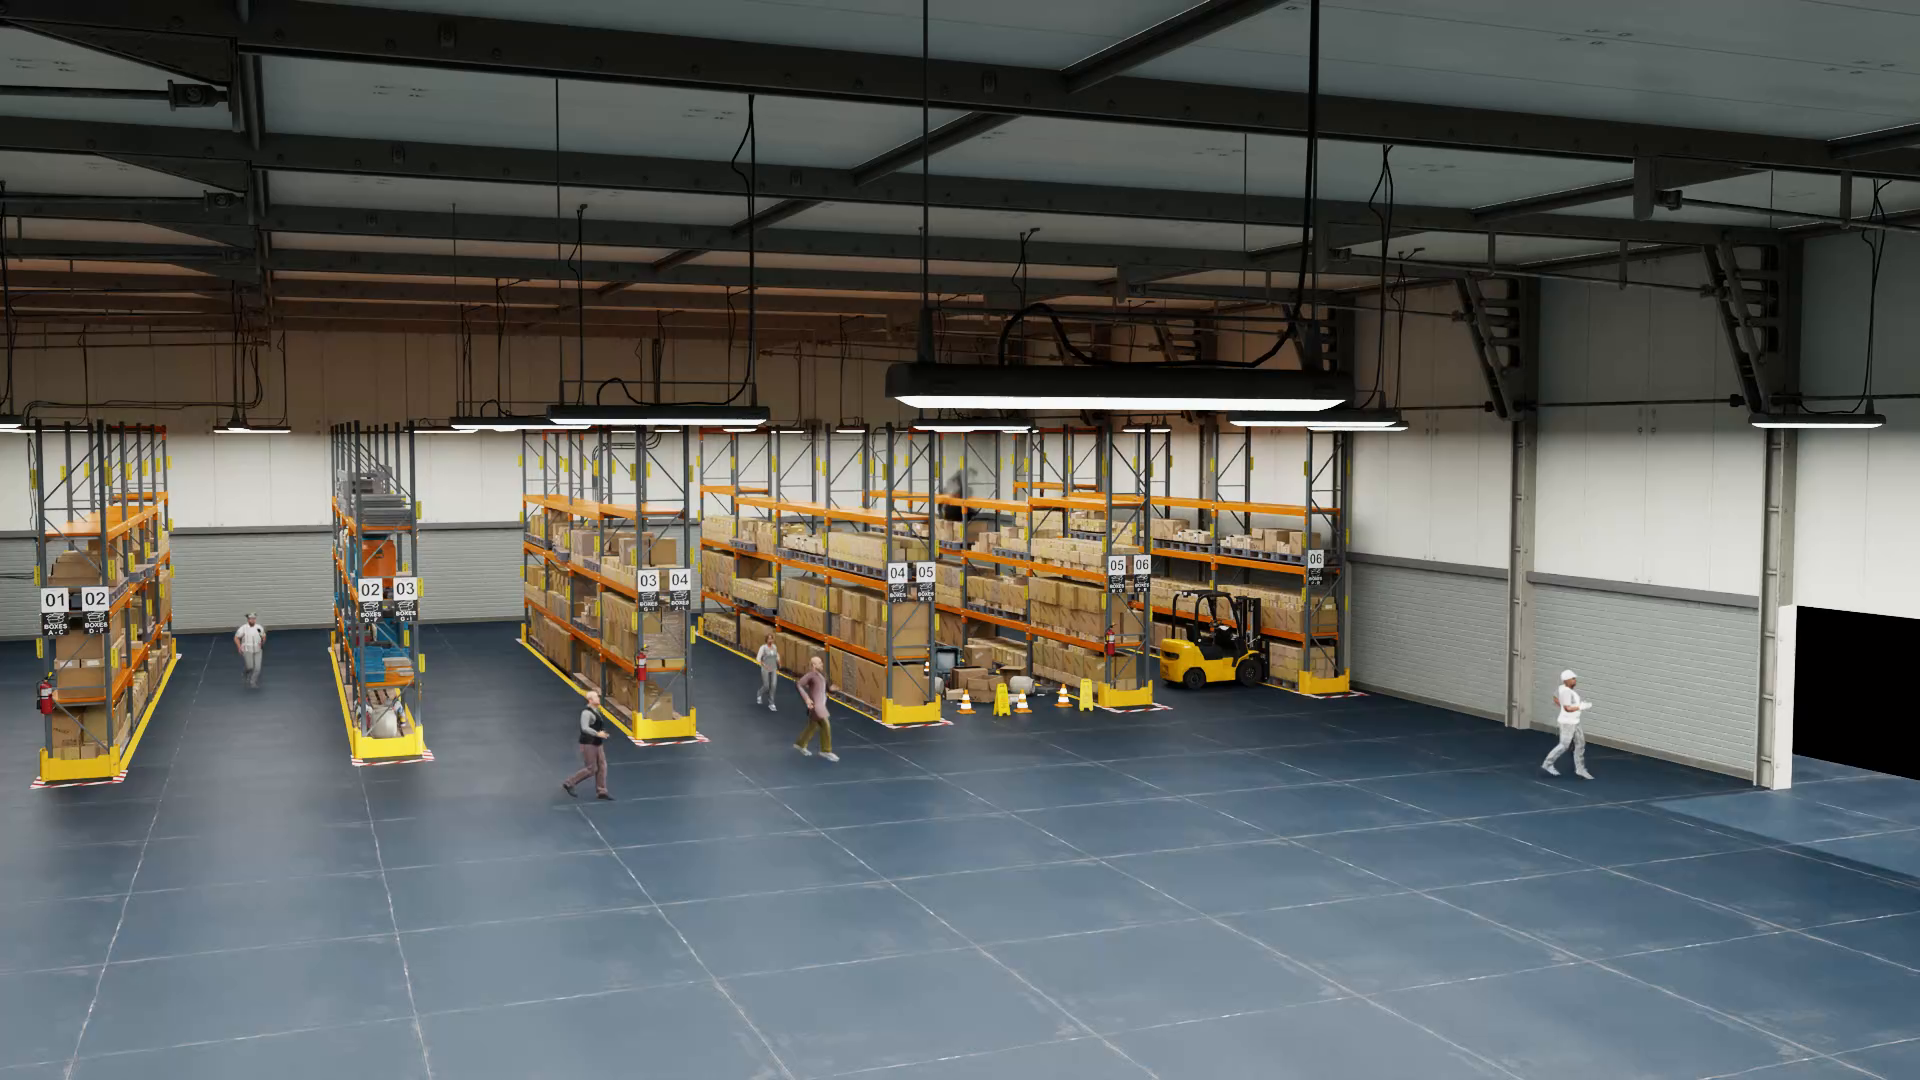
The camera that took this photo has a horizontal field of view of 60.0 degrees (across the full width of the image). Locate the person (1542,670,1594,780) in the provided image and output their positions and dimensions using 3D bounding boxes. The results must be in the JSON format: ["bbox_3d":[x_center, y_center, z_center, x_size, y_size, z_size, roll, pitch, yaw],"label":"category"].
[{"bbox_3d":[10.154,3.077,27.731,0.824,1.823,0.664,2,4,28],"label":"person"}]

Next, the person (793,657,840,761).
[{"bbox_3d":[-2.548,2.975,29.432,0.912,1.820,0.683,1,4,13],"label":"person"}]

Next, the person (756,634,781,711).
[{"bbox_3d":[-4.032,2.758,34.964,0.567,1.595,0.679,-2,4,-34],"label":"person"}]

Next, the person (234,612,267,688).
[{"bbox_3d":[-16.025,2.501,37.662,0.658,1.739,0.591,-3,4,-37],"label":"person"}]

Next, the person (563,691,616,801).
[{"bbox_3d":[-5.822,3.237,26.137,0.816,1.730,0.683,0,4,1],"label":"person"}]
